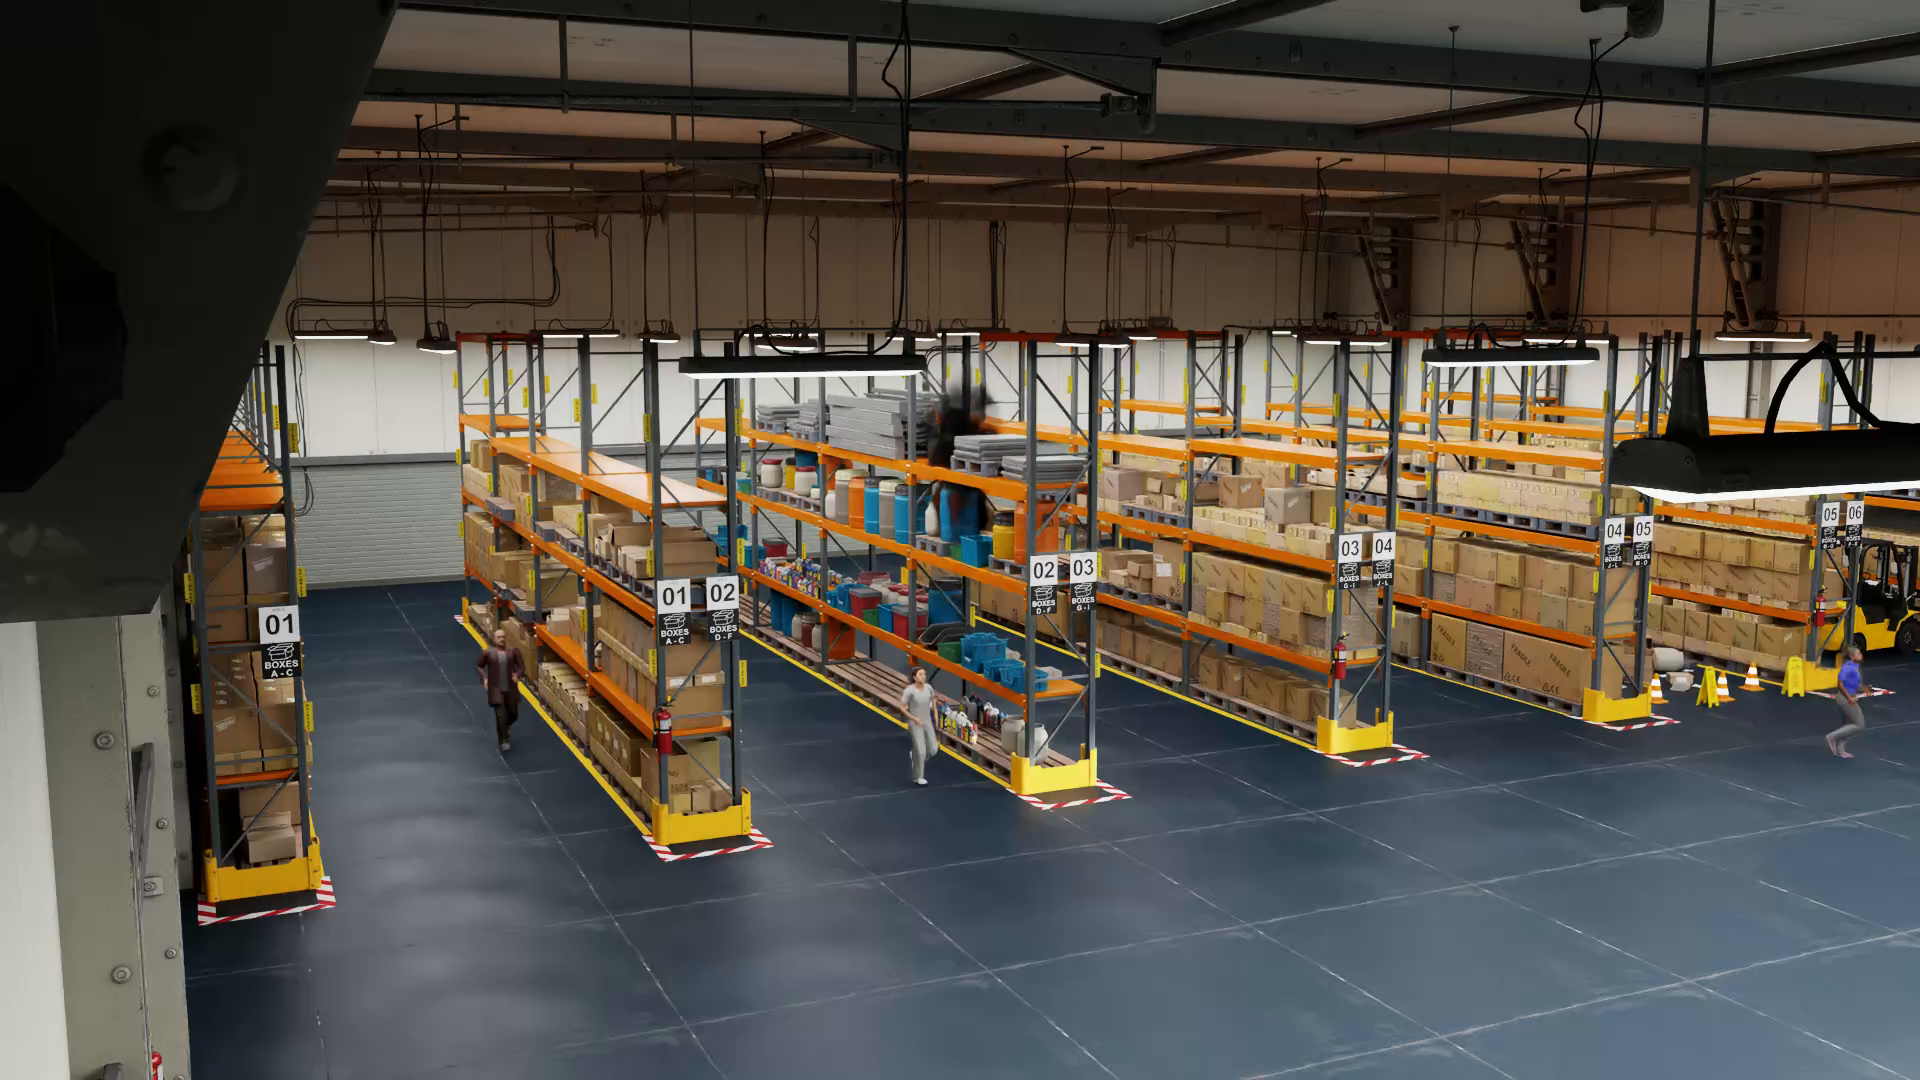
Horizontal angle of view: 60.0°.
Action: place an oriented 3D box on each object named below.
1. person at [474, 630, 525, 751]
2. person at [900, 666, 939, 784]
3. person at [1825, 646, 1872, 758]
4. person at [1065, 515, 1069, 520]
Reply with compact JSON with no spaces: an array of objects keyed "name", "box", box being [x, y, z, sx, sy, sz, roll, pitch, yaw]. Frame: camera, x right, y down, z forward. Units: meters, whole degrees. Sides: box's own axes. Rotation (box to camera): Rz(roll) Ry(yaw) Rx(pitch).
[{"name":"person","box":[-6.743,2.183,24.452,0.716,1.737,0.836,-3,8,-24]},{"name":"person","box":[-0.555,2.495,22.541,0.610,1.624,0.597,-5,9,-35]},{"name":"person","box":[12.782,2.326,23.902,0.578,1.625,0.567,3,8,22]},{"name":"person","box":[2.507,0.242,39.249,0.587,1.701,0.856,-2,8,-13]}]
